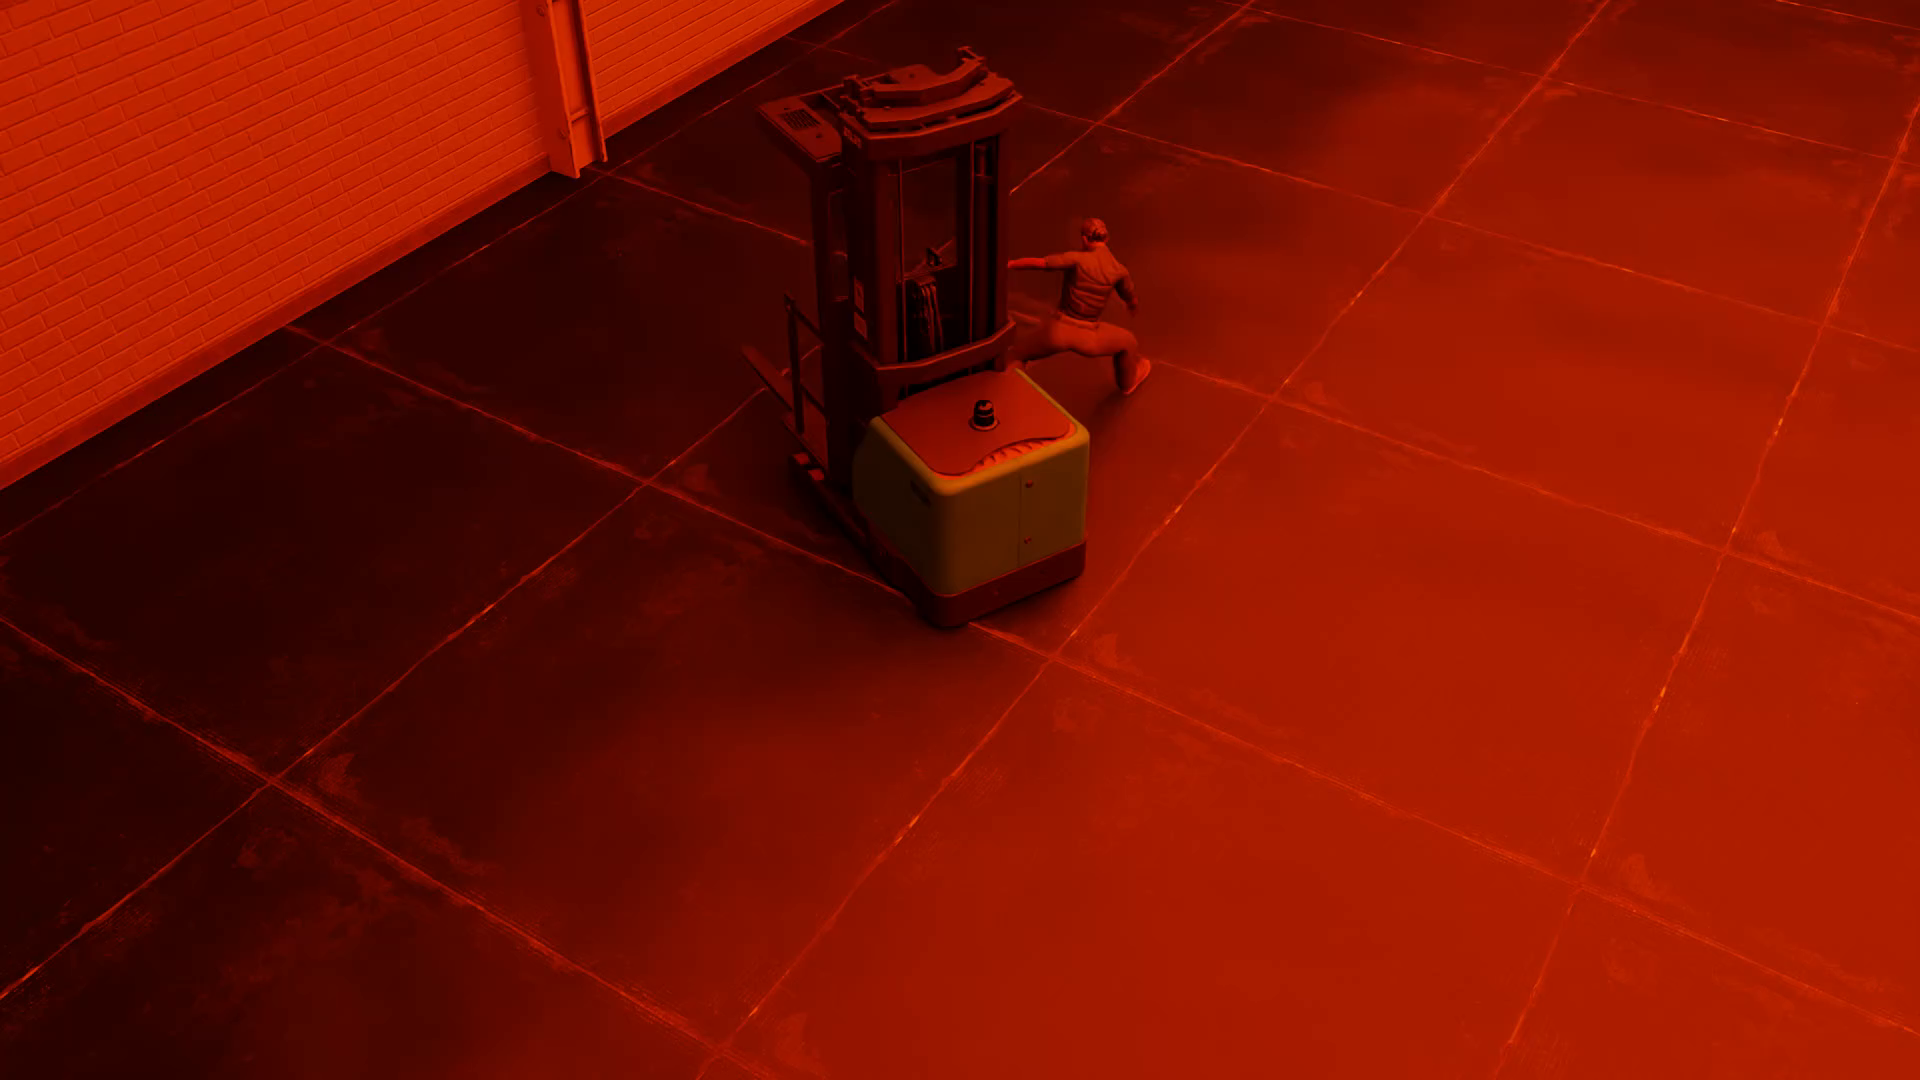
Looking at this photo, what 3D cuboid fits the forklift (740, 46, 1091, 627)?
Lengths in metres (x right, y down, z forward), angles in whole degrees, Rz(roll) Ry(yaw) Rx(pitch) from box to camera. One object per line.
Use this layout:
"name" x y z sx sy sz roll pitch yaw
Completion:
"forklift" -0.446 -1.549 9.795 1.130 2.935 3.031 -21 45 -23

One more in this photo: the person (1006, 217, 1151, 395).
"person" 0.702 -1.429 10.897 1.189 1.350 0.715 2 40 3
